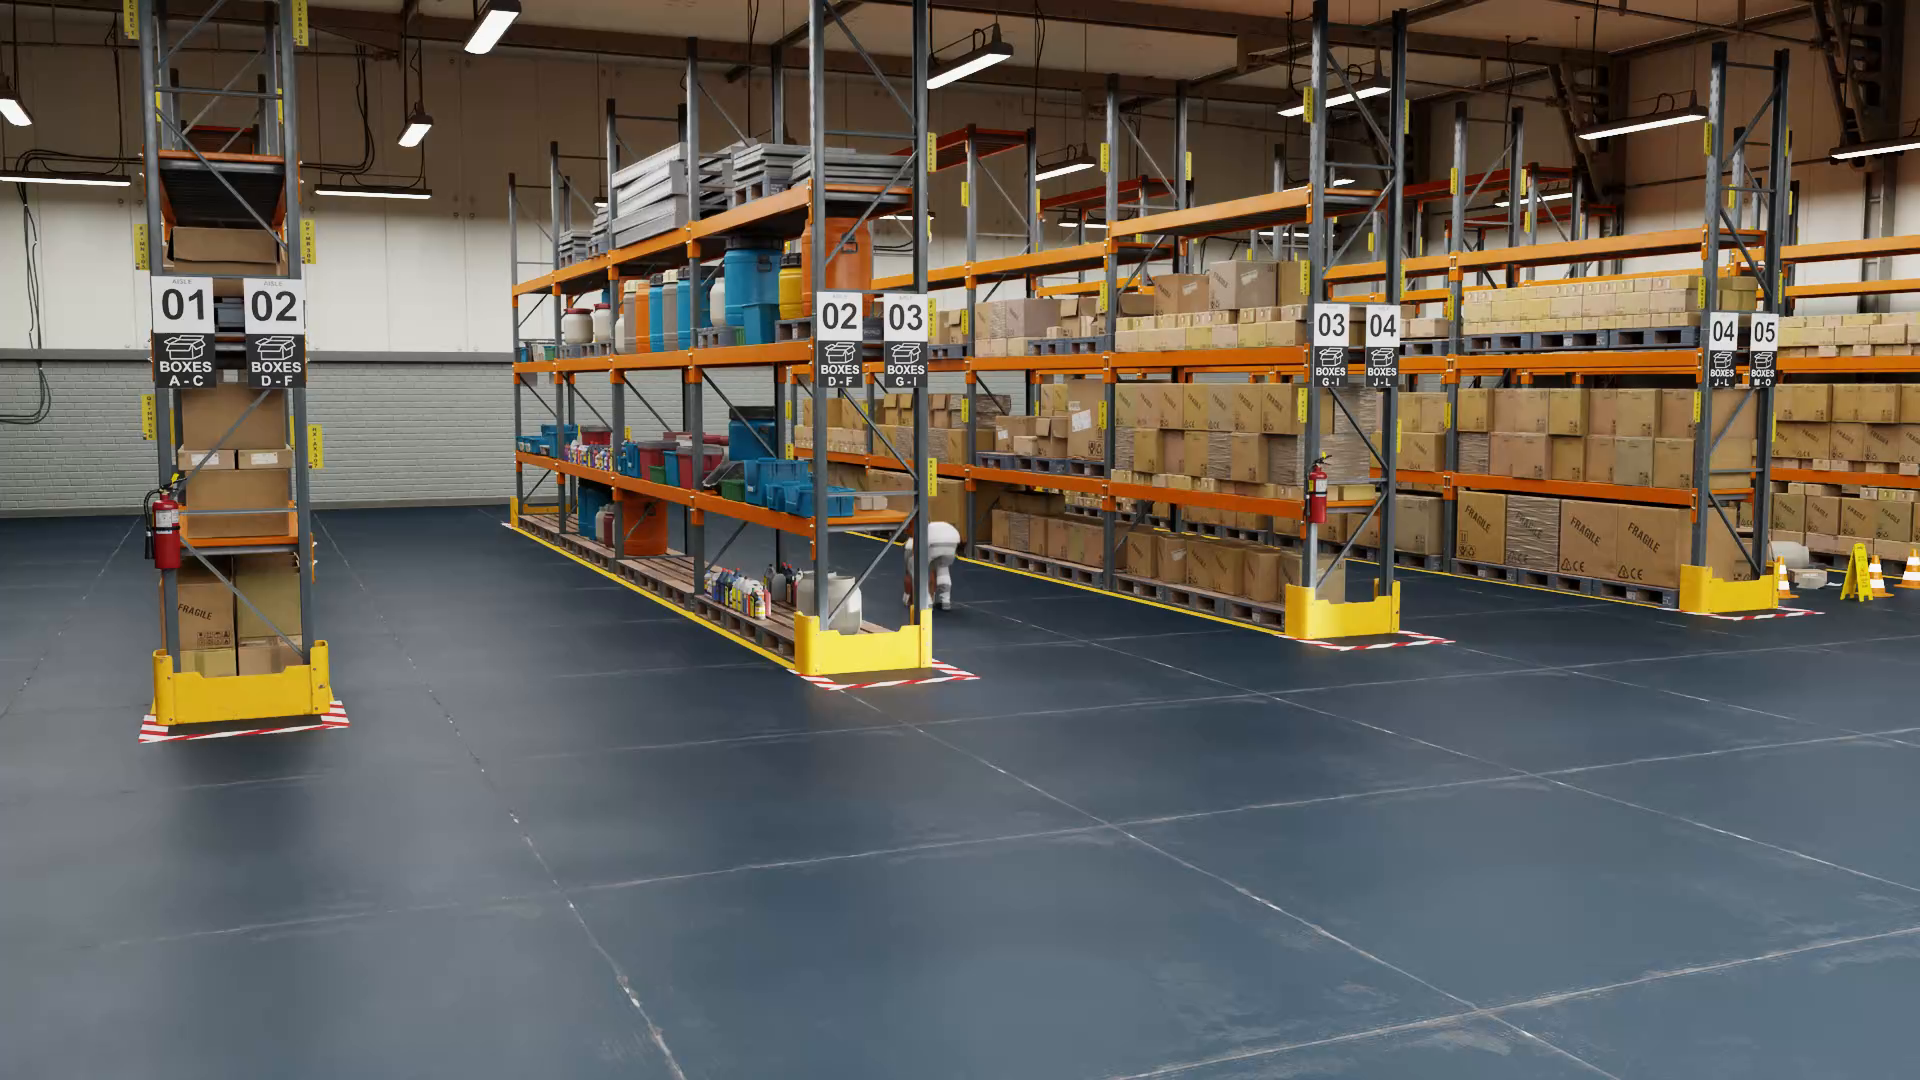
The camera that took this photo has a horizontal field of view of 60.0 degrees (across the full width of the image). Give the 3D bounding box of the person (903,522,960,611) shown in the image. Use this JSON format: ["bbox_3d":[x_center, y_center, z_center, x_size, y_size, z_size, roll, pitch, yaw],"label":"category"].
[{"bbox_3d":[-0.349,0.267,18.167,0.528,0.956,0.949,-3,6,-26],"label":"person"}]
